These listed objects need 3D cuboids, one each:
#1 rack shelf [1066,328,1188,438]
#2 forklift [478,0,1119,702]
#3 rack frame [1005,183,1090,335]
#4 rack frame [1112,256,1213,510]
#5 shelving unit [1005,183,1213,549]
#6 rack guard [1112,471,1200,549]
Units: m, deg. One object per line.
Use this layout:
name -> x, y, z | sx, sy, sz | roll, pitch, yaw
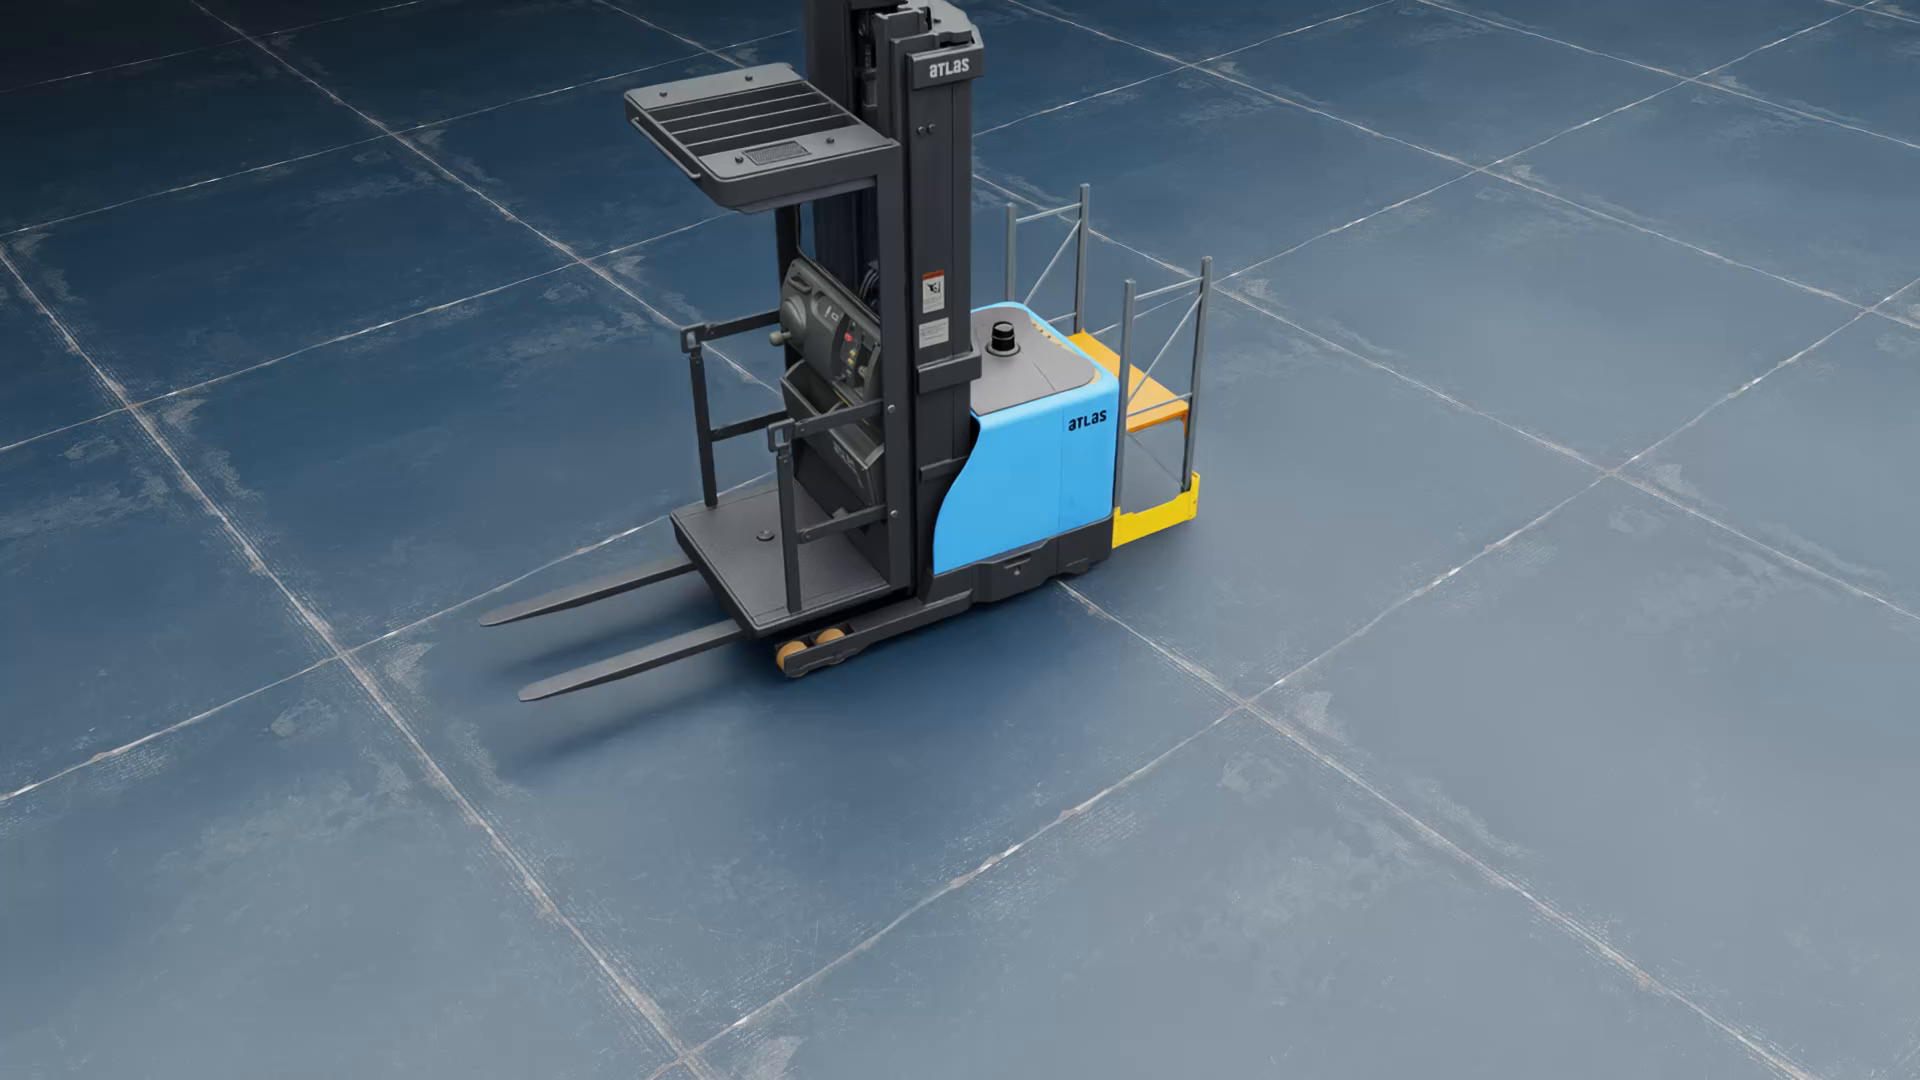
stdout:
rack shelf -> 0.723, -0.771, 8.754 | 0.538, 0.185, 1.000 | -20, 40, -25
forklift -> -0.765, -0.906, 7.394 | 3.031, 2.935, 1.130 | -18, 39, -24
rack frame -> 0.456, -1.168, 9.003 | 0.500, 1.500, 0.032 | -20, 40, -25
rack frame -> 0.990, -0.668, 8.297 | 0.500, 1.500, 0.032 | -20, 40, -25
shelving unit -> 0.728, -0.914, 8.643 | 0.587, 1.500, 1.083 | -20, 40, -25
rack guard -> 0.989, -0.159, 8.659 | 0.587, 0.250, 0.087 | -20, 40, -25
